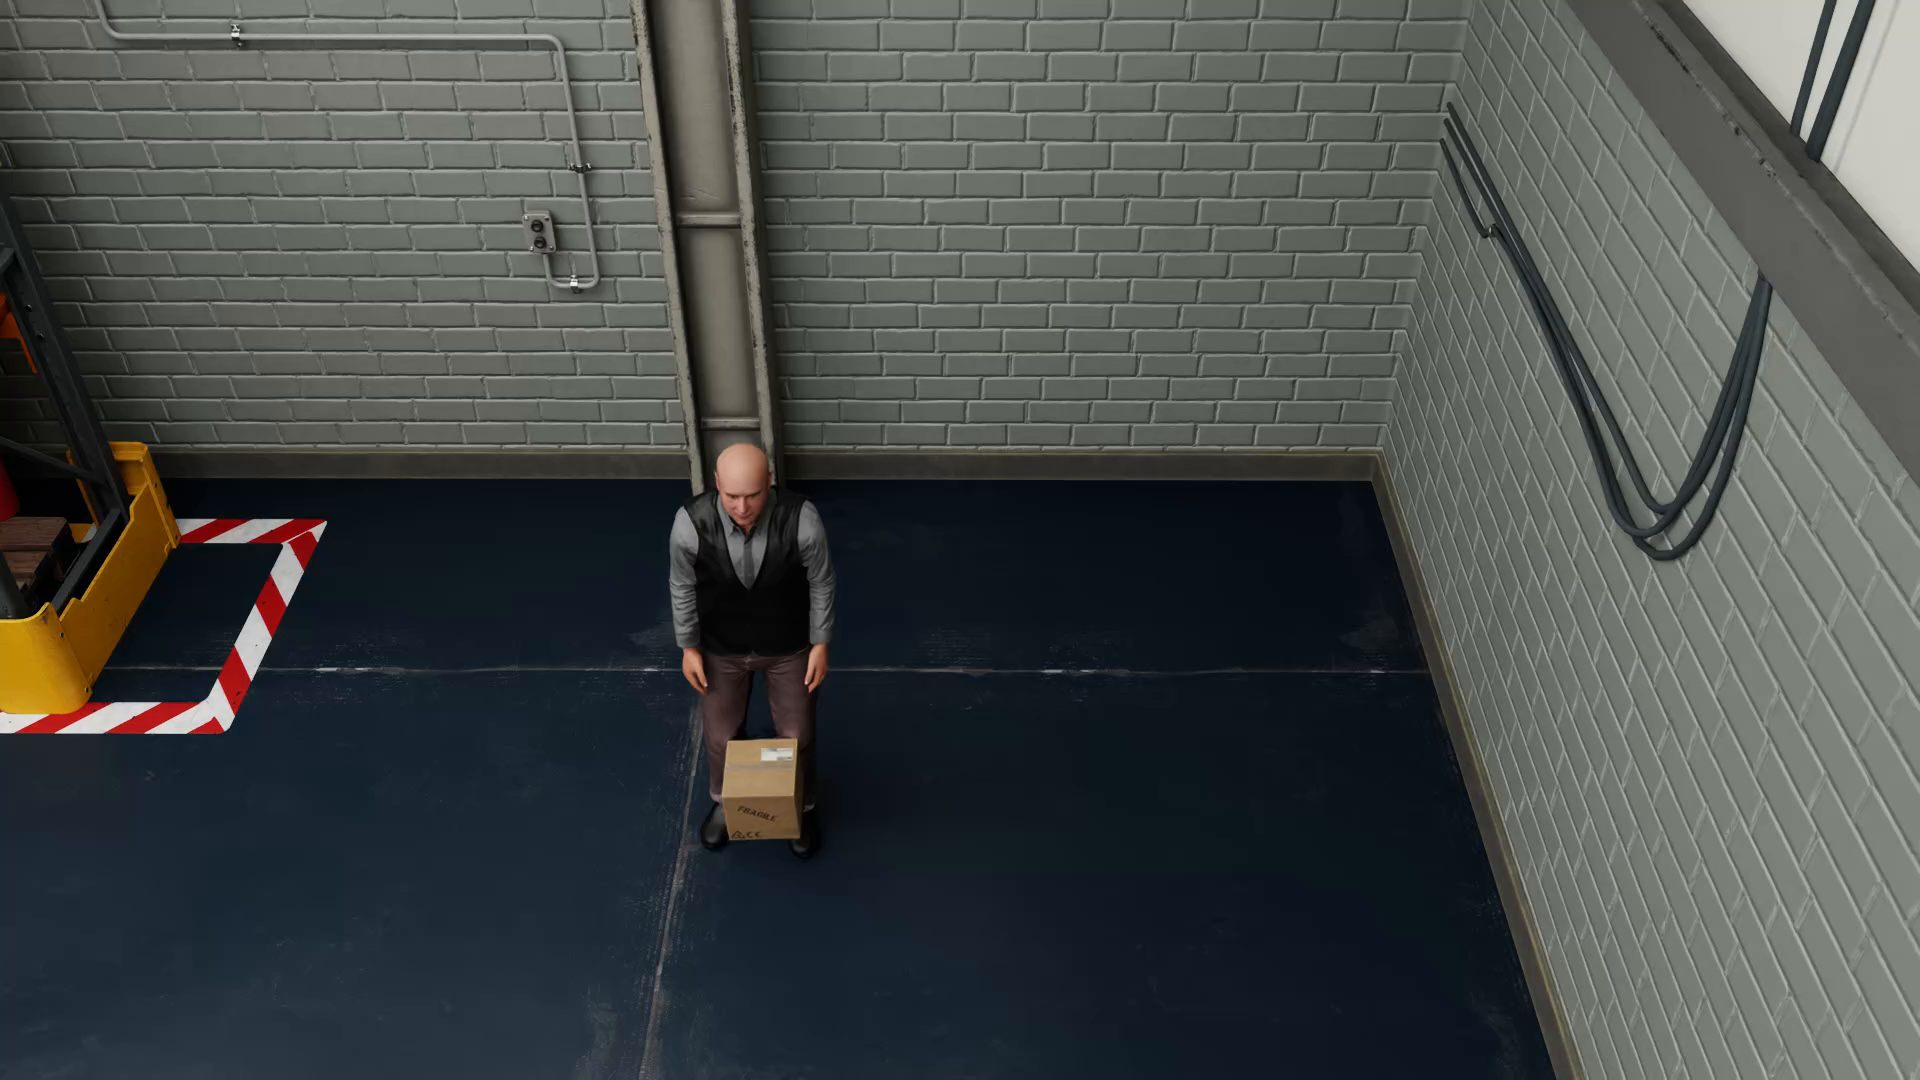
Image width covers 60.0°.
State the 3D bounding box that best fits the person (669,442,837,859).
[{"bbox_3d":[-0.695,0.367,5.724,0.563,1.724,0.473,-1,39,-1],"label":"person"}]
